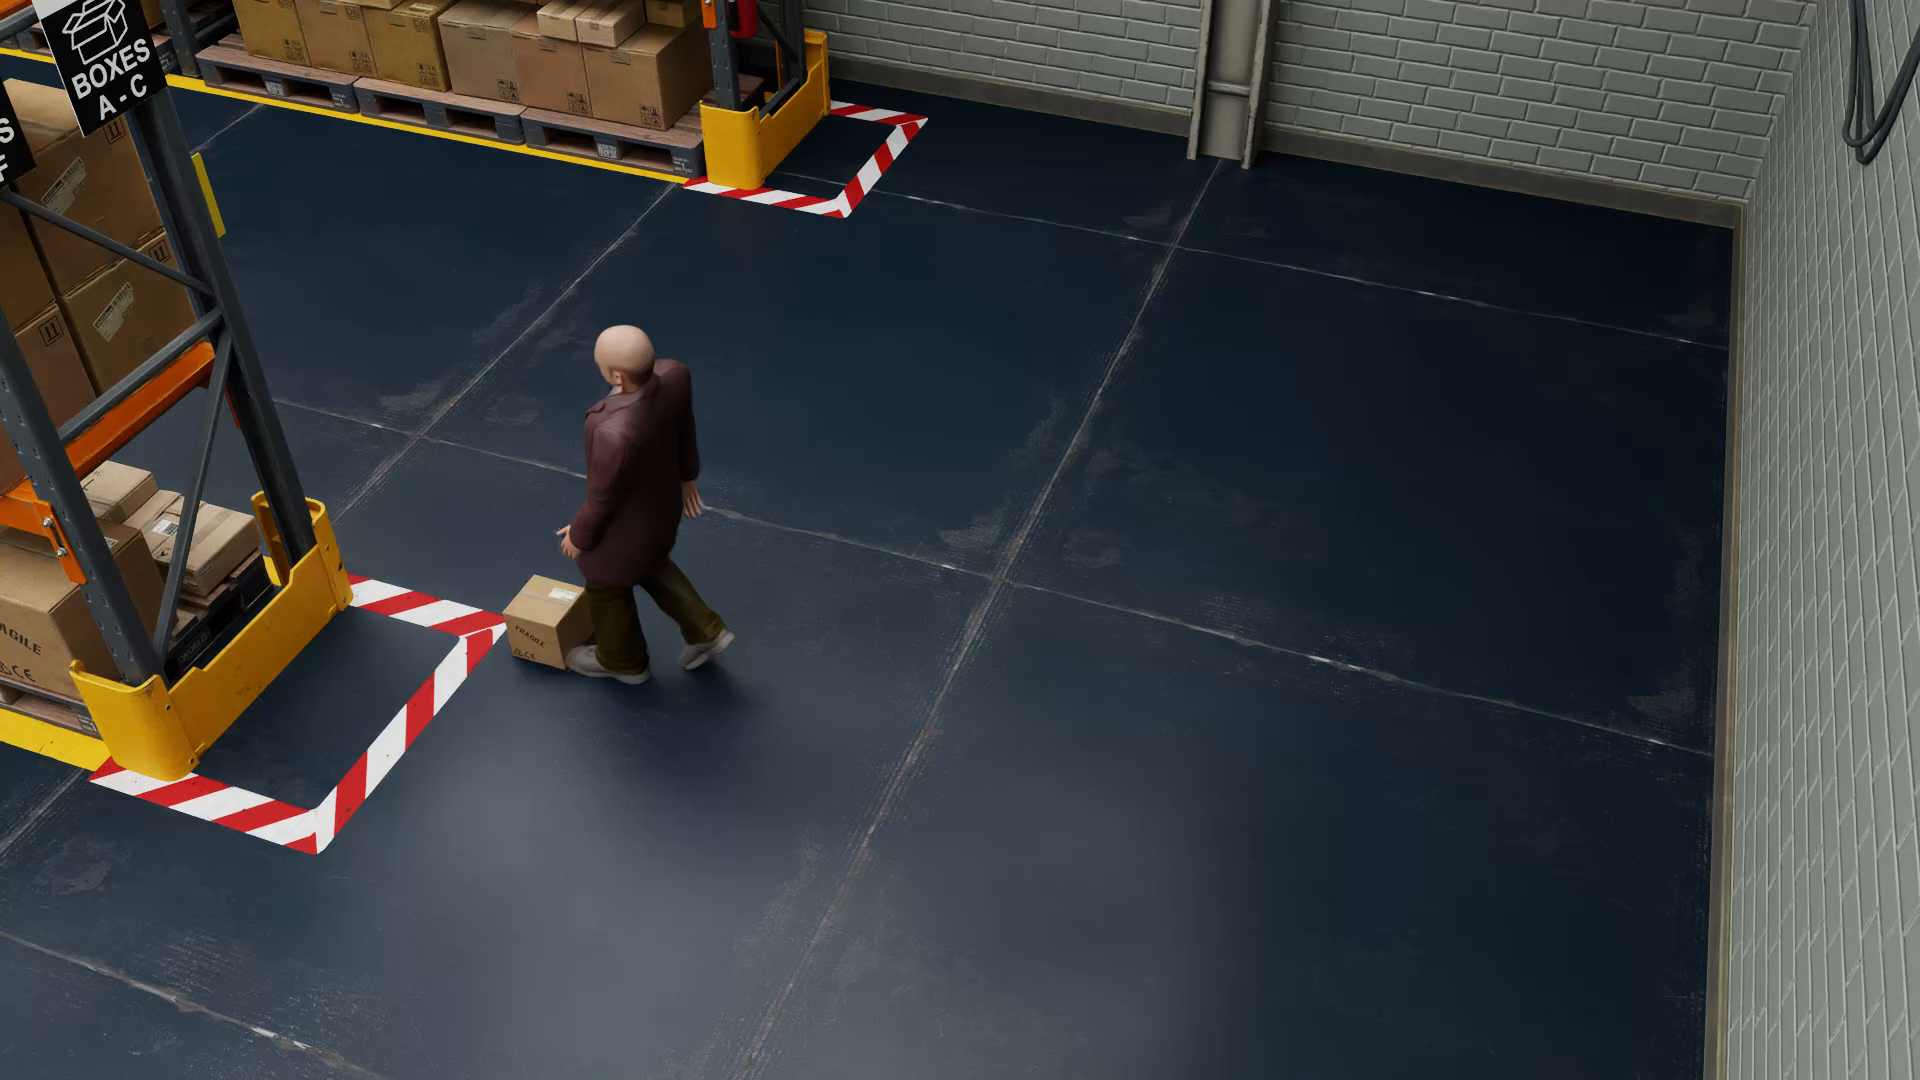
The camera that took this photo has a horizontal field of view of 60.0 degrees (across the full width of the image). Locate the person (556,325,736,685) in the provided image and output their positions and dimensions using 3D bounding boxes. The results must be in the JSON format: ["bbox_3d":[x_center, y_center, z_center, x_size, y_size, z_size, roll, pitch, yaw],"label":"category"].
[{"bbox_3d":[-1.278,-0.110,6.341,0.708,1.795,0.606,14,43,16],"label":"person"}]
